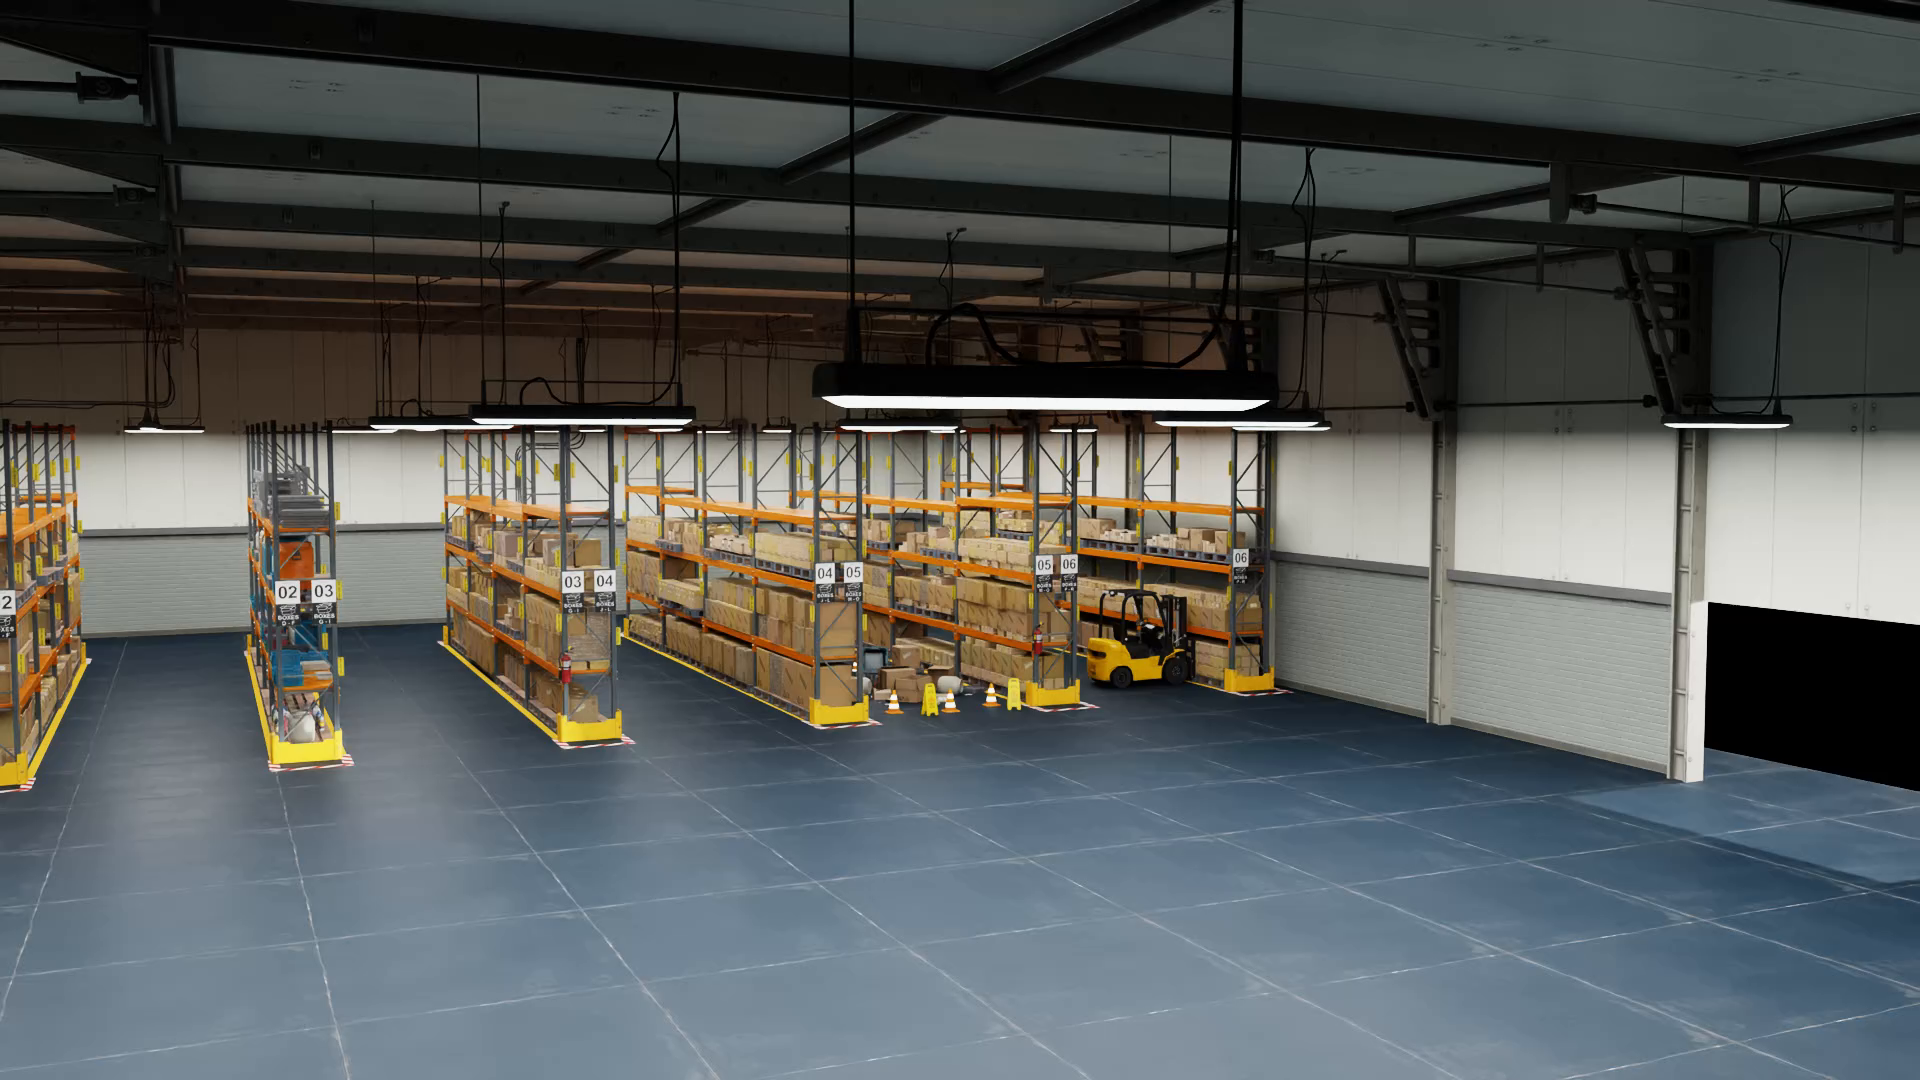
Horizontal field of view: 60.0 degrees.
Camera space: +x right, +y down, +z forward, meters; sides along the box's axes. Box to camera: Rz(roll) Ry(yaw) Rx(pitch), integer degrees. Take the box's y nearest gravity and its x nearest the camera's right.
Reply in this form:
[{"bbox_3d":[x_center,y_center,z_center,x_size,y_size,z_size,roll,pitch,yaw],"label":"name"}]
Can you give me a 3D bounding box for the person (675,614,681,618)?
[{"bbox_3d":[-8.308,1.770,49.256,0.679,1.813,0.642,-2,4,-24],"label":"person"}]
